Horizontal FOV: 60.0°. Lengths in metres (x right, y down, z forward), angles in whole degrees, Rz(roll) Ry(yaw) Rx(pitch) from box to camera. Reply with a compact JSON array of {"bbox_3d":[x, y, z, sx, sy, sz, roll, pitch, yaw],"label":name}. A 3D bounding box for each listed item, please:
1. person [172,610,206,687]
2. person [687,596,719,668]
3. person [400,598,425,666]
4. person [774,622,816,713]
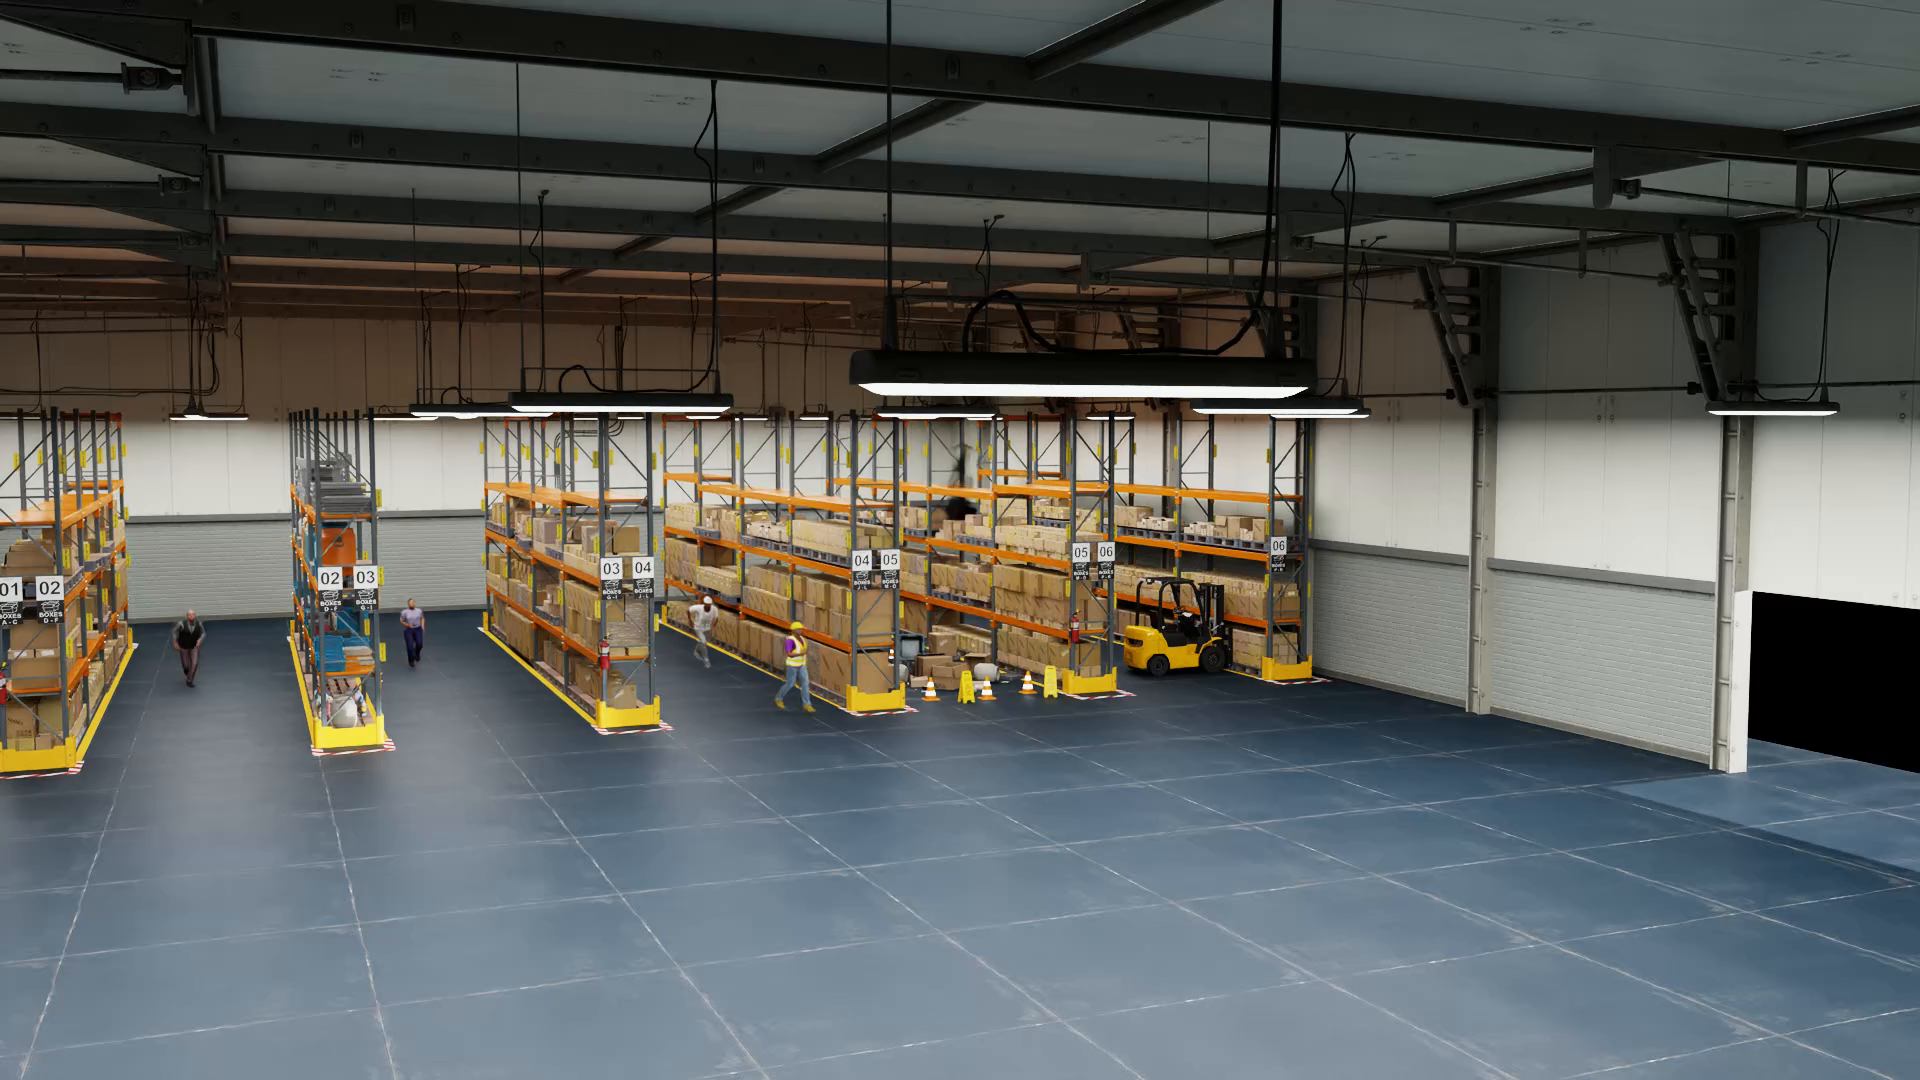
[{"bbox_3d":[-16.842,2.363,36.340,0.686,1.683,0.702,-3,5,-32],"label":"person"},{"bbox_3d":[-6.101,2.156,39.306,0.746,1.715,1.060,-2,5,-28],"label":"person"},{"bbox_3d":[-12.877,2.180,39.187,0.599,1.608,0.539,-2,5,-30],"label":"person"},{"bbox_3d":[-3.259,2.505,32.926,0.930,1.781,0.687,3,5,32],"label":"person"}]
